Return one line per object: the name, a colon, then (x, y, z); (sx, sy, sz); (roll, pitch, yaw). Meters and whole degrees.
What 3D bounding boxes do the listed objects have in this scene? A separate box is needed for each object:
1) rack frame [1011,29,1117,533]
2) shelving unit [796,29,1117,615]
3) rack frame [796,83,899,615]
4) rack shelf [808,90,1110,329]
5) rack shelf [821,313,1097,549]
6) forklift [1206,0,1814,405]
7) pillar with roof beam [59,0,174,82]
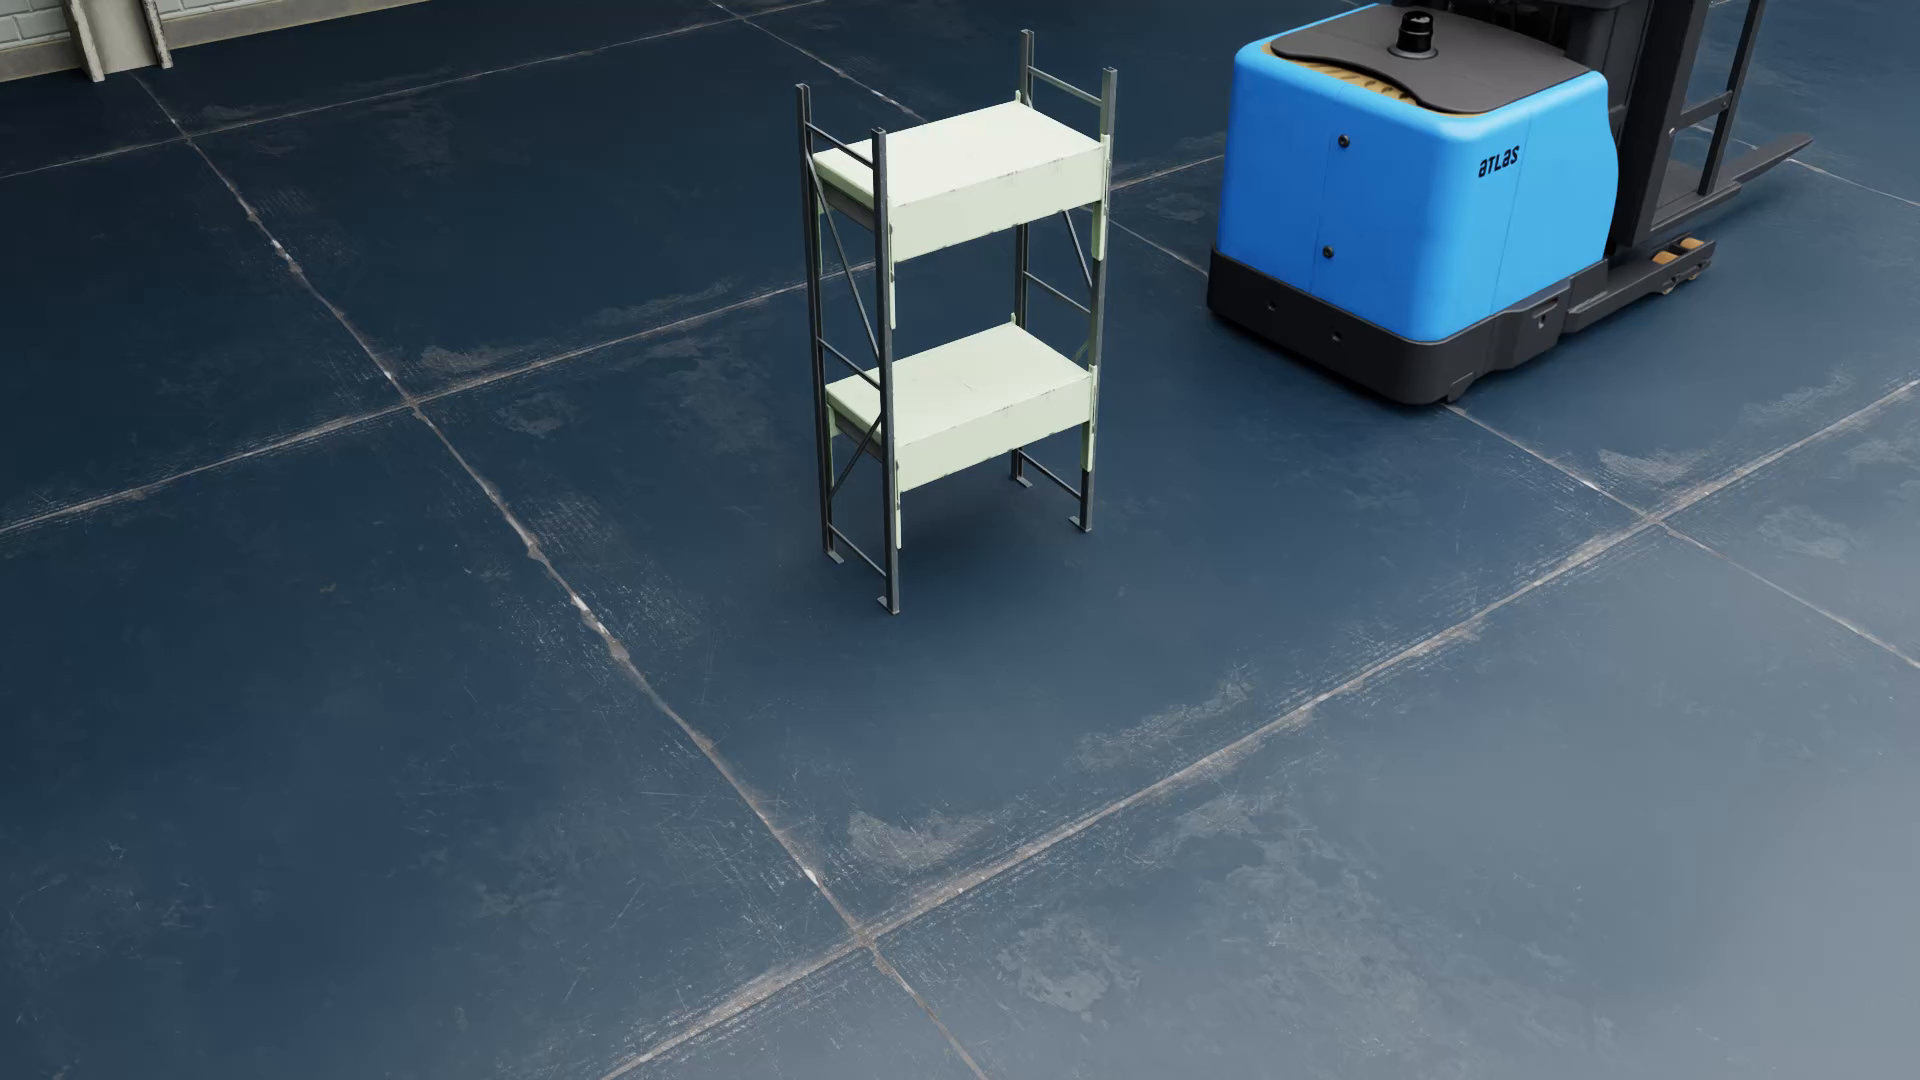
rack frame: (0.294, -0.730, 4.980); (0.023, 1.500, 0.400); (-22, 41, -28)
shelving unit: (-0.005, -0.607, 4.809); (0.755, 1.500, 0.431); (-22, 41, -28)
rack frame: (-0.305, -0.484, 4.638); (0.023, 1.500, 0.400); (-22, 41, -28)
rack shelf: (-0.005, -0.923, 4.581); (0.720, 0.370, 0.431); (-22, 41, -28)
rack shelf: (-0.005, -0.342, 4.999); (0.720, 0.370, 0.431); (-22, 41, -28)
forklift: (2.401, -2.378, 6.046); (3.031, 2.935, 1.130); (-26, 43, -31)
pillar with roof beam: (-1.880, -4.080, 3.216); (0.400, 9.000, 9.100); (-22, 41, -28)
